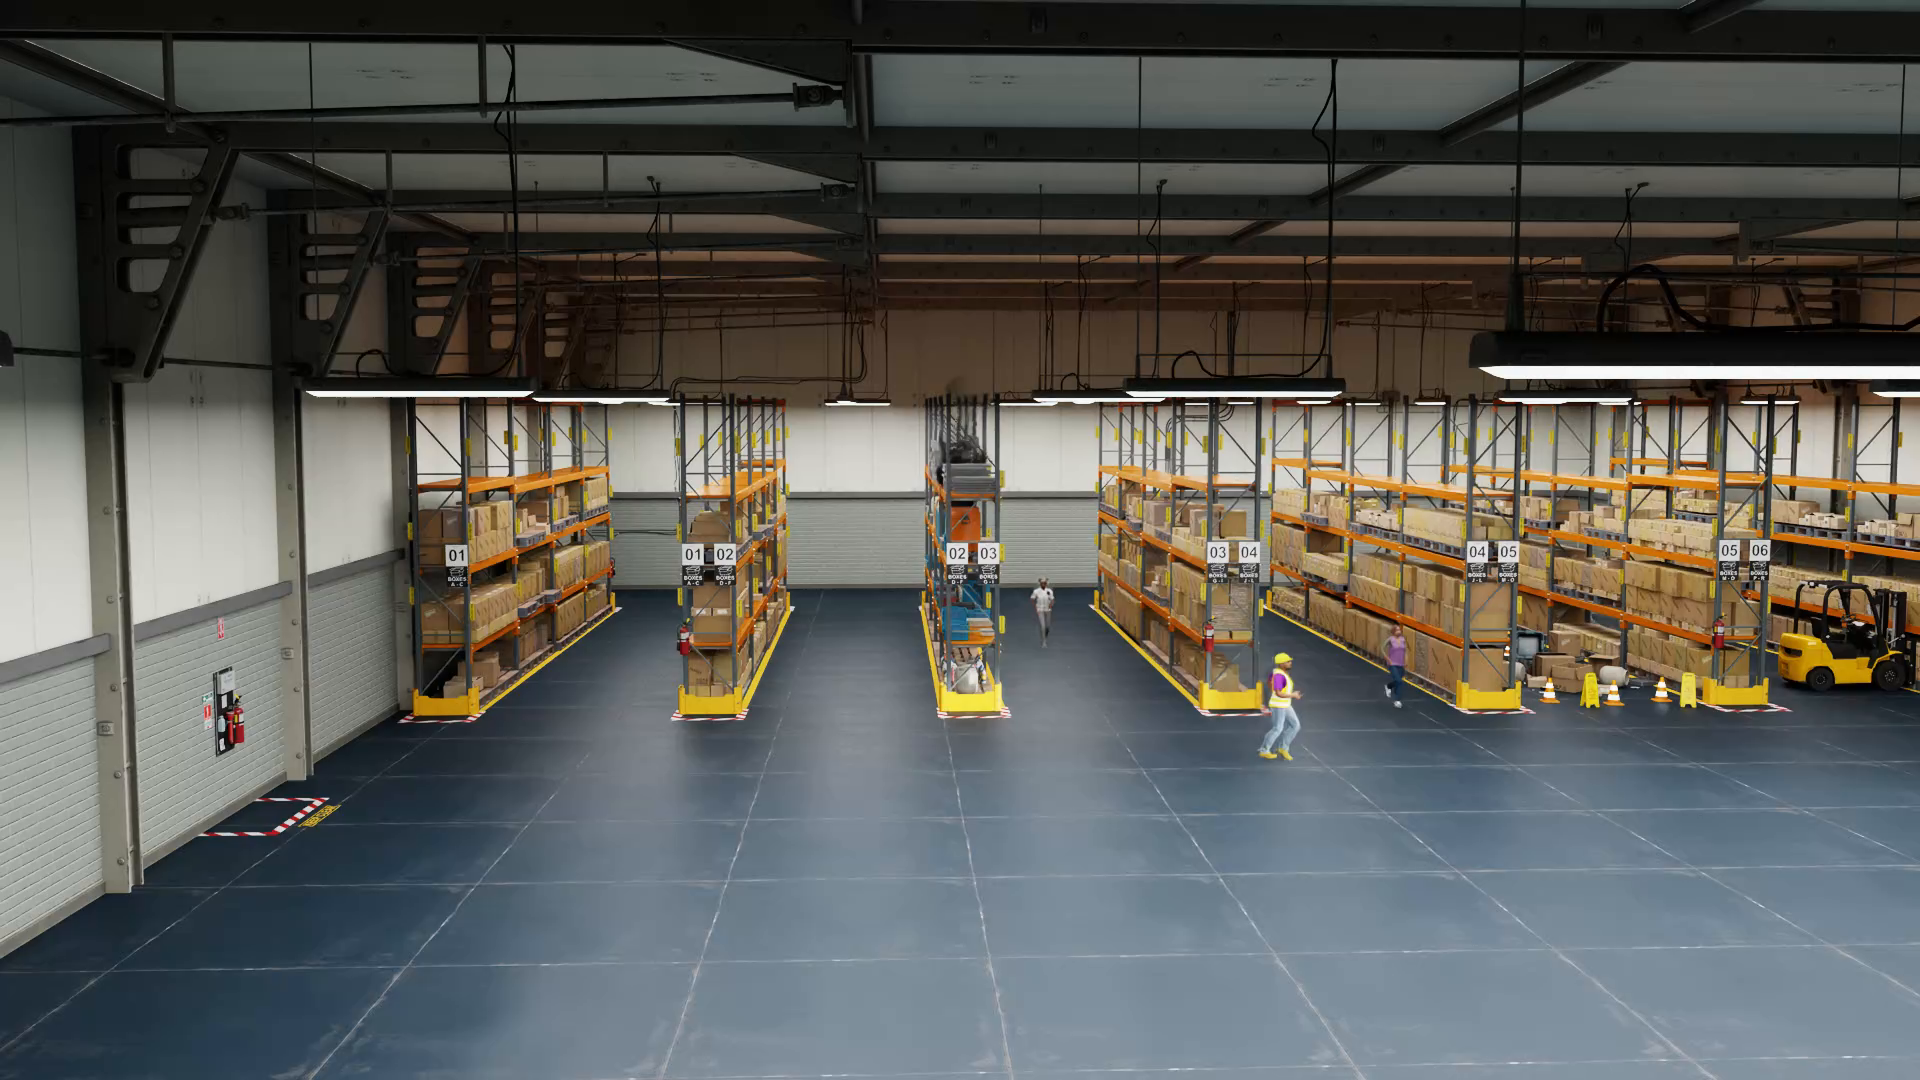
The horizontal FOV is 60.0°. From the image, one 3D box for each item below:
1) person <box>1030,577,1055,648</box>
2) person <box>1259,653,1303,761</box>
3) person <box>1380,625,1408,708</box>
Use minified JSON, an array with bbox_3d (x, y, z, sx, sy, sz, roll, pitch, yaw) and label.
[{"bbox_3d":[1.993,1.729,40.046,0.585,1.686,0.727,-1,5,-8],"label":"person"},{"bbox_3d":[5.224,2.723,26.960,0.734,1.788,0.681,2,5,24],"label":"person"},{"bbox_3d":[8.380,2.460,32.147,0.553,1.487,0.668,-1,5,-17],"label":"person"}]
